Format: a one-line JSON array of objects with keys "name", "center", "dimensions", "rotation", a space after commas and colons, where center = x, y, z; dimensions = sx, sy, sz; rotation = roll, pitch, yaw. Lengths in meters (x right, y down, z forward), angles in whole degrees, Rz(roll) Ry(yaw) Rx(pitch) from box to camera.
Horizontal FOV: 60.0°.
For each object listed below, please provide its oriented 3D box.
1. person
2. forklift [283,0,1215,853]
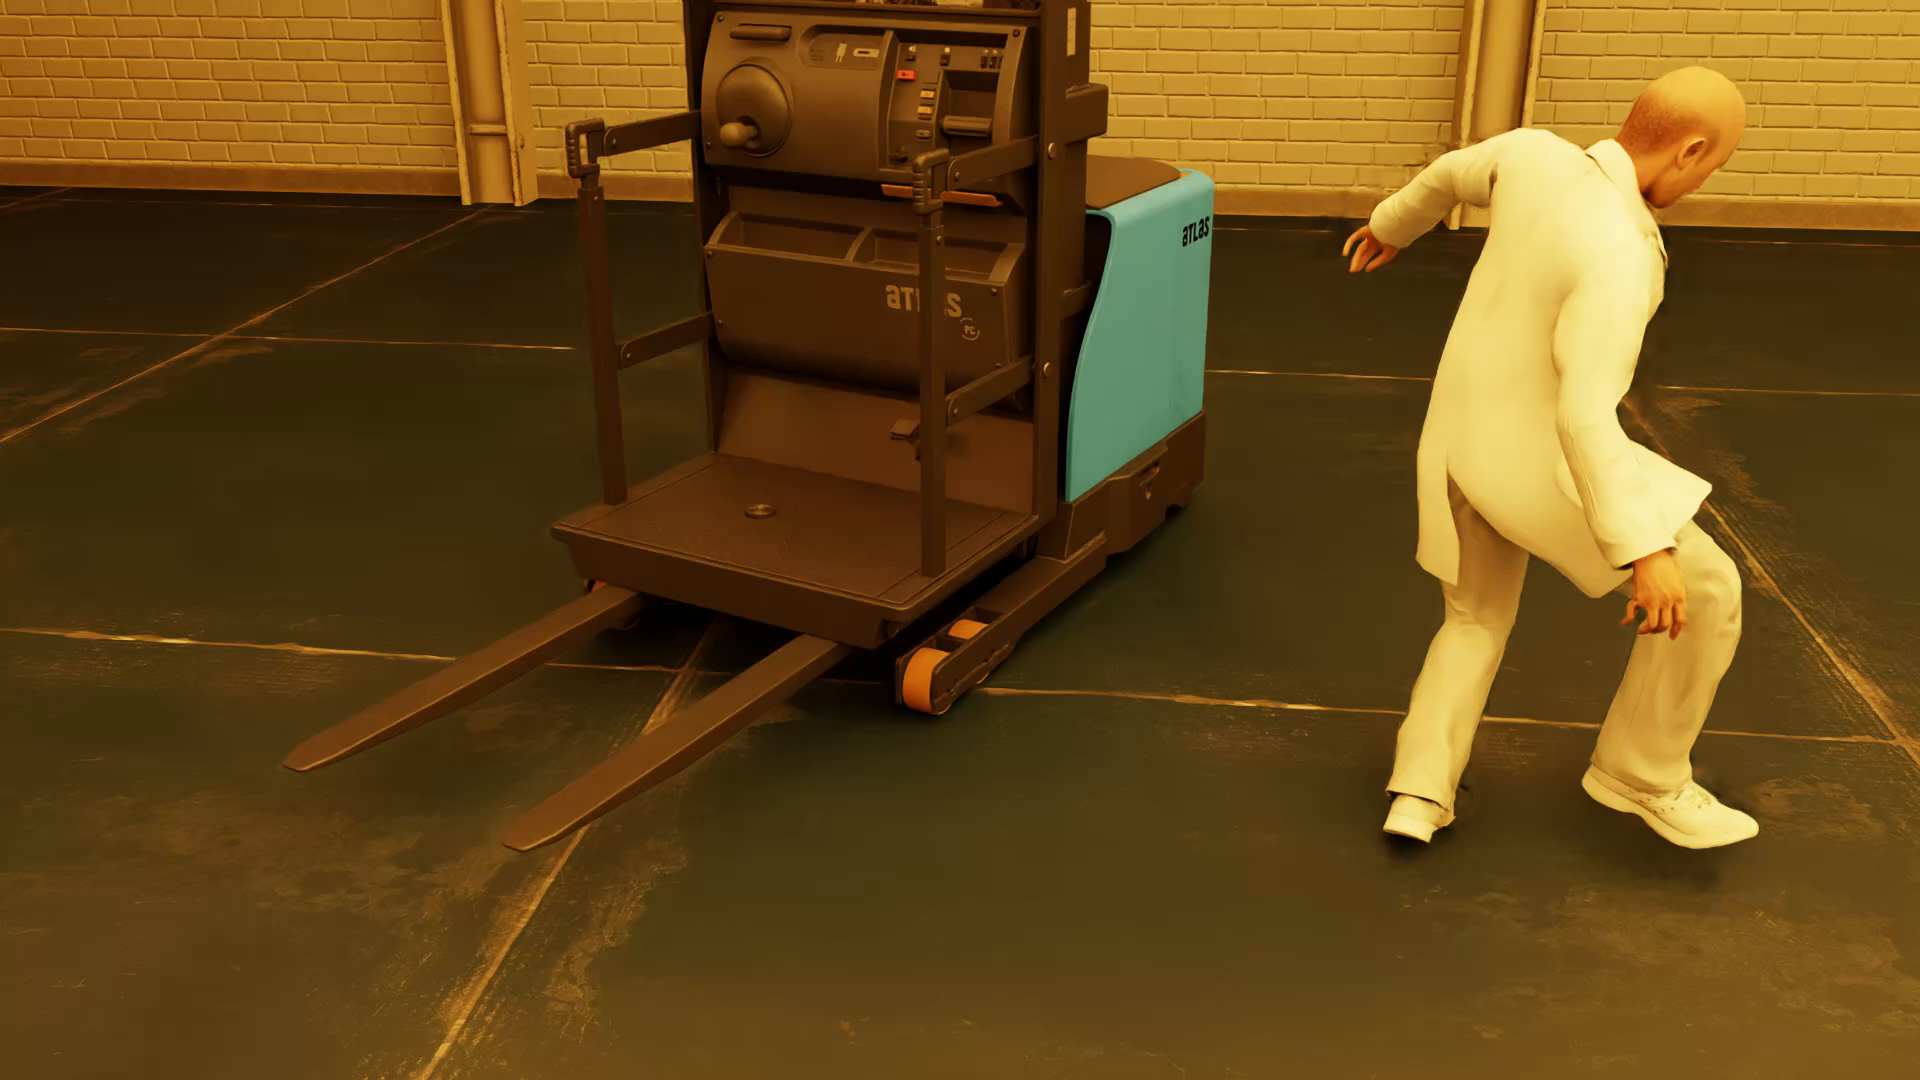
[{"name": "person", "center": [1.166, -0.157, 3.548], "dimensions": [0.688, 1.688, 1.255], "rotation": [-5, 23, -13]}, {"name": "forklift", "center": [-0.363, -1.121, 4.037], "dimensions": [1.130, 2.935, 3.031], "rotation": [12, 25, 27]}]
